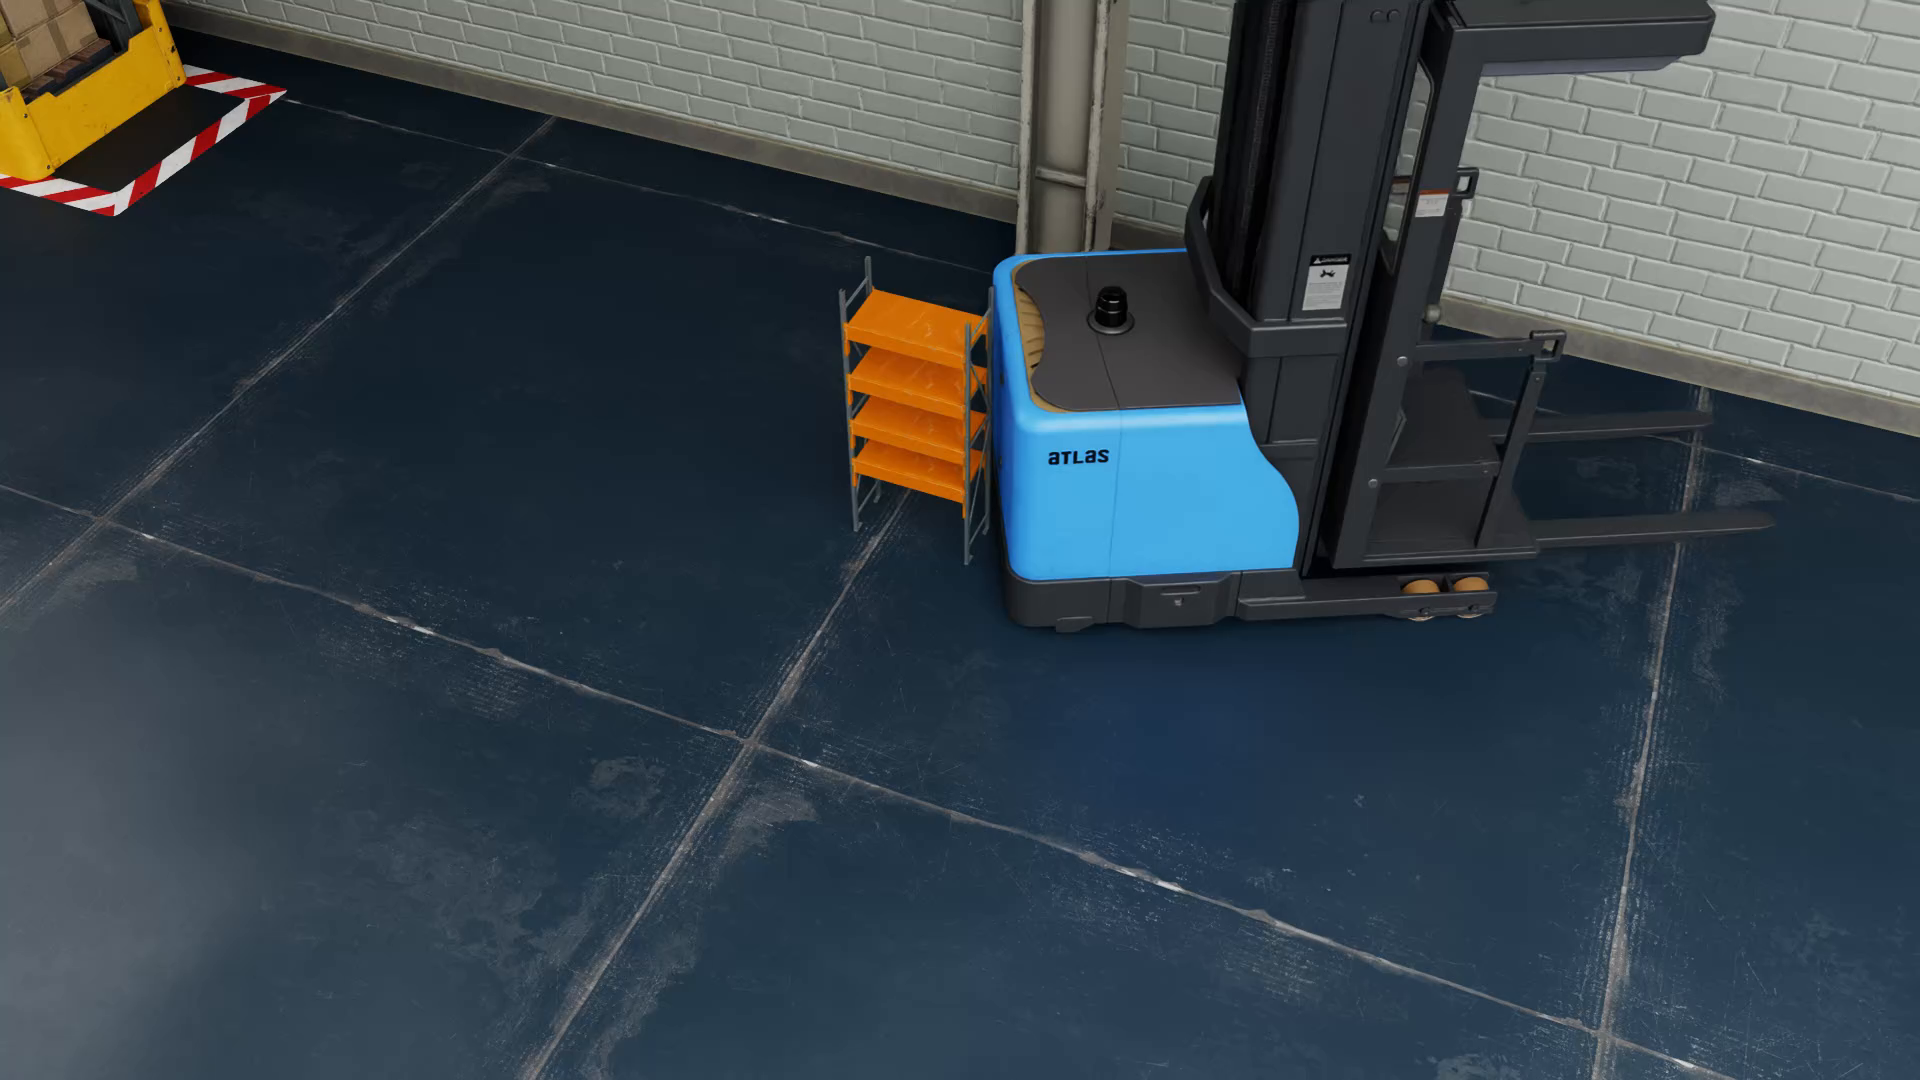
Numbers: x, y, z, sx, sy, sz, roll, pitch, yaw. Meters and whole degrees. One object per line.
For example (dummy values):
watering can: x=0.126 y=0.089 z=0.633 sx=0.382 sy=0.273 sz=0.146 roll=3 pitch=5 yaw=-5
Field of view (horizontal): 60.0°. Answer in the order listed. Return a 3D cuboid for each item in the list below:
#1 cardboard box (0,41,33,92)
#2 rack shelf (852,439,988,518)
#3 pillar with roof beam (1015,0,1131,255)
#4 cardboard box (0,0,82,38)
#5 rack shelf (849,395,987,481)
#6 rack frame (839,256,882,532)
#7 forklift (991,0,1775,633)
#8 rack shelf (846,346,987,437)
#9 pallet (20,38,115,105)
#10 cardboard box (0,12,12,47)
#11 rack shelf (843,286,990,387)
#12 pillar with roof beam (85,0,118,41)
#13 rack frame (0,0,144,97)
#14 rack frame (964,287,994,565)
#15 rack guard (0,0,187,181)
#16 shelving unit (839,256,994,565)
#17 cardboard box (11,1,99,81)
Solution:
cardboard box: x=-5.287 y=-2.438 z=8.726 sx=0.500 sy=0.250 sz=0.500 roll=17 pitch=47 yaw=16
rack shelf: x=-0.155 y=-0.282 z=6.559 sx=0.480 sy=0.148 sz=0.258 roll=16 pitch=47 yaw=16
pillar with roof beam: x=-1.147 y=-1.813 z=2.192 sx=0.400 sy=9.000 sz=9.100 roll=16 pitch=47 yaw=16
cardboard box: x=-5.086 y=-2.957 z=8.892 sx=0.500 sy=0.250 sz=0.500 roll=17 pitch=47 yaw=17
rack shelf: x=-0.155 y=-0.422 z=6.419 sx=0.480 sy=0.148 sz=0.258 roll=16 pitch=47 yaw=16
rack frame: x=-0.380 y=-0.537 z=6.439 sx=0.015 sy=1.200 sz=0.240 roll=16 pitch=47 yaw=16
forklift: x=1.654 y=-1.098 z=5.776 sx=3.031 sy=2.935 sz=1.130 roll=-3 pitch=45 yaw=-3
rack shelf: x=-0.155 y=-0.581 z=6.261 sx=0.480 sy=0.148 sz=0.258 roll=16 pitch=47 yaw=16
pallet: x=-5.453 y=-2.534 z=9.147 sx=1.213 sy=0.211 sz=1.003 roll=16 pitch=47 yaw=16
cardboard box: x=-5.301 y=-2.622 z=8.556 sx=0.500 sy=0.250 sz=0.500 roll=16 pitch=47 yaw=15
rack shelf: x=-0.155 y=-0.749 z=6.095 sx=0.480 sy=0.148 sz=0.258 roll=16 pitch=47 yaw=16
pillar with roof beam: x=-6.685 y=-3.442 z=3.830 sx=0.400 sy=9.000 sz=9.100 roll=16 pitch=47 yaw=16
rack frame: x=-4.732 y=-3.342 z=7.983 sx=0.127 sy=3.000 sz=1.000 roll=16 pitch=47 yaw=16
rack frame: x=0.070 y=-0.404 z=6.305 sx=0.015 sy=1.200 sz=0.240 roll=16 pitch=47 yaw=16
rack guard: x=-4.709 y=-2.450 z=8.858 sx=0.348 sy=0.500 sz=1.175 roll=16 pitch=47 yaw=16
shelving unit: x=-0.155 y=-0.470 z=6.372 sx=0.503 sy=1.200 sz=0.258 roll=16 pitch=47 yaw=16
cardboard box: x=-5.110 y=-2.777 z=9.066 sx=0.500 sy=0.250 sz=0.500 roll=17 pitch=47 yaw=16
